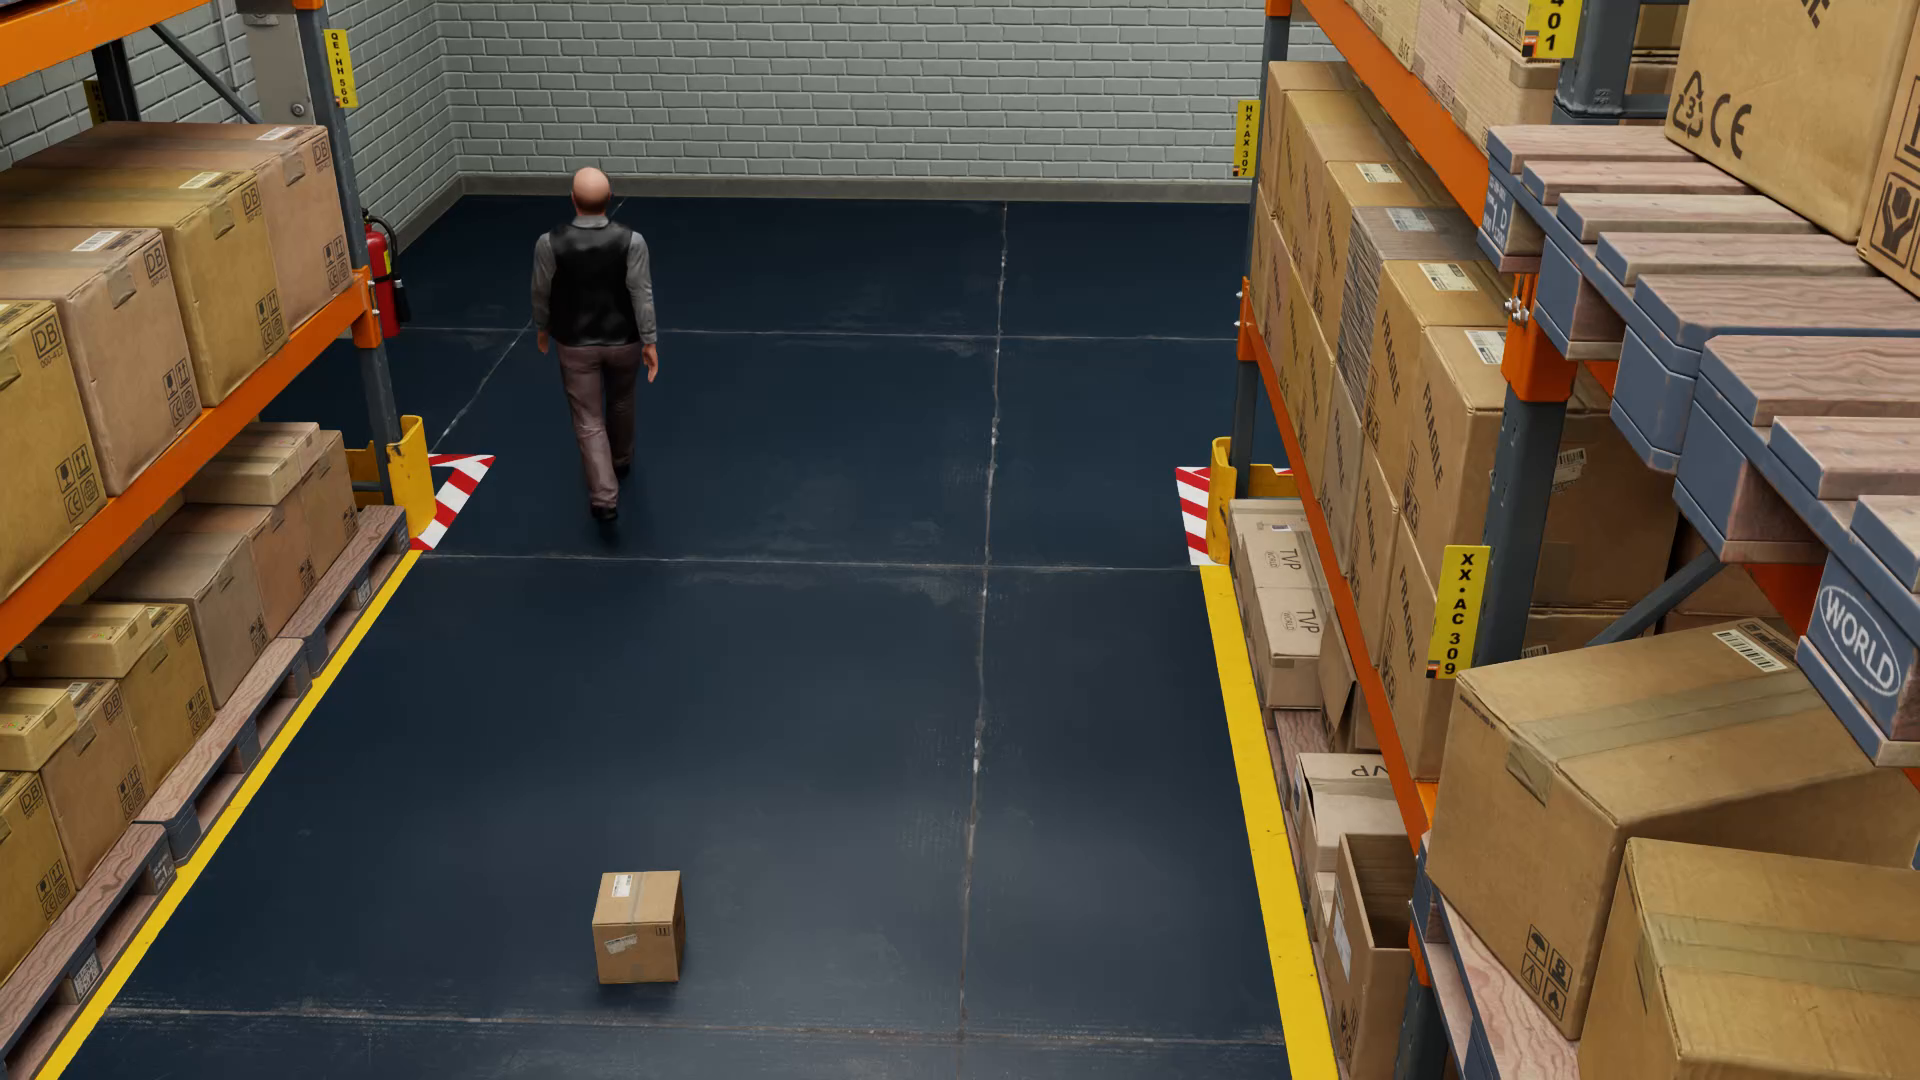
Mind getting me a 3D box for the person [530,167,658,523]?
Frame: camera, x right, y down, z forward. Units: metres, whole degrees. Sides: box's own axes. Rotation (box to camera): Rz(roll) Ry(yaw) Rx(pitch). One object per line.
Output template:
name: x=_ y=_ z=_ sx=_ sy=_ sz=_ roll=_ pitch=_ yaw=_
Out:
person: x=-1.754 y=-0.967 z=8.003 sx=0.550 sy=1.684 sz=1.021 roll=-9 pitch=29 yaw=-17
